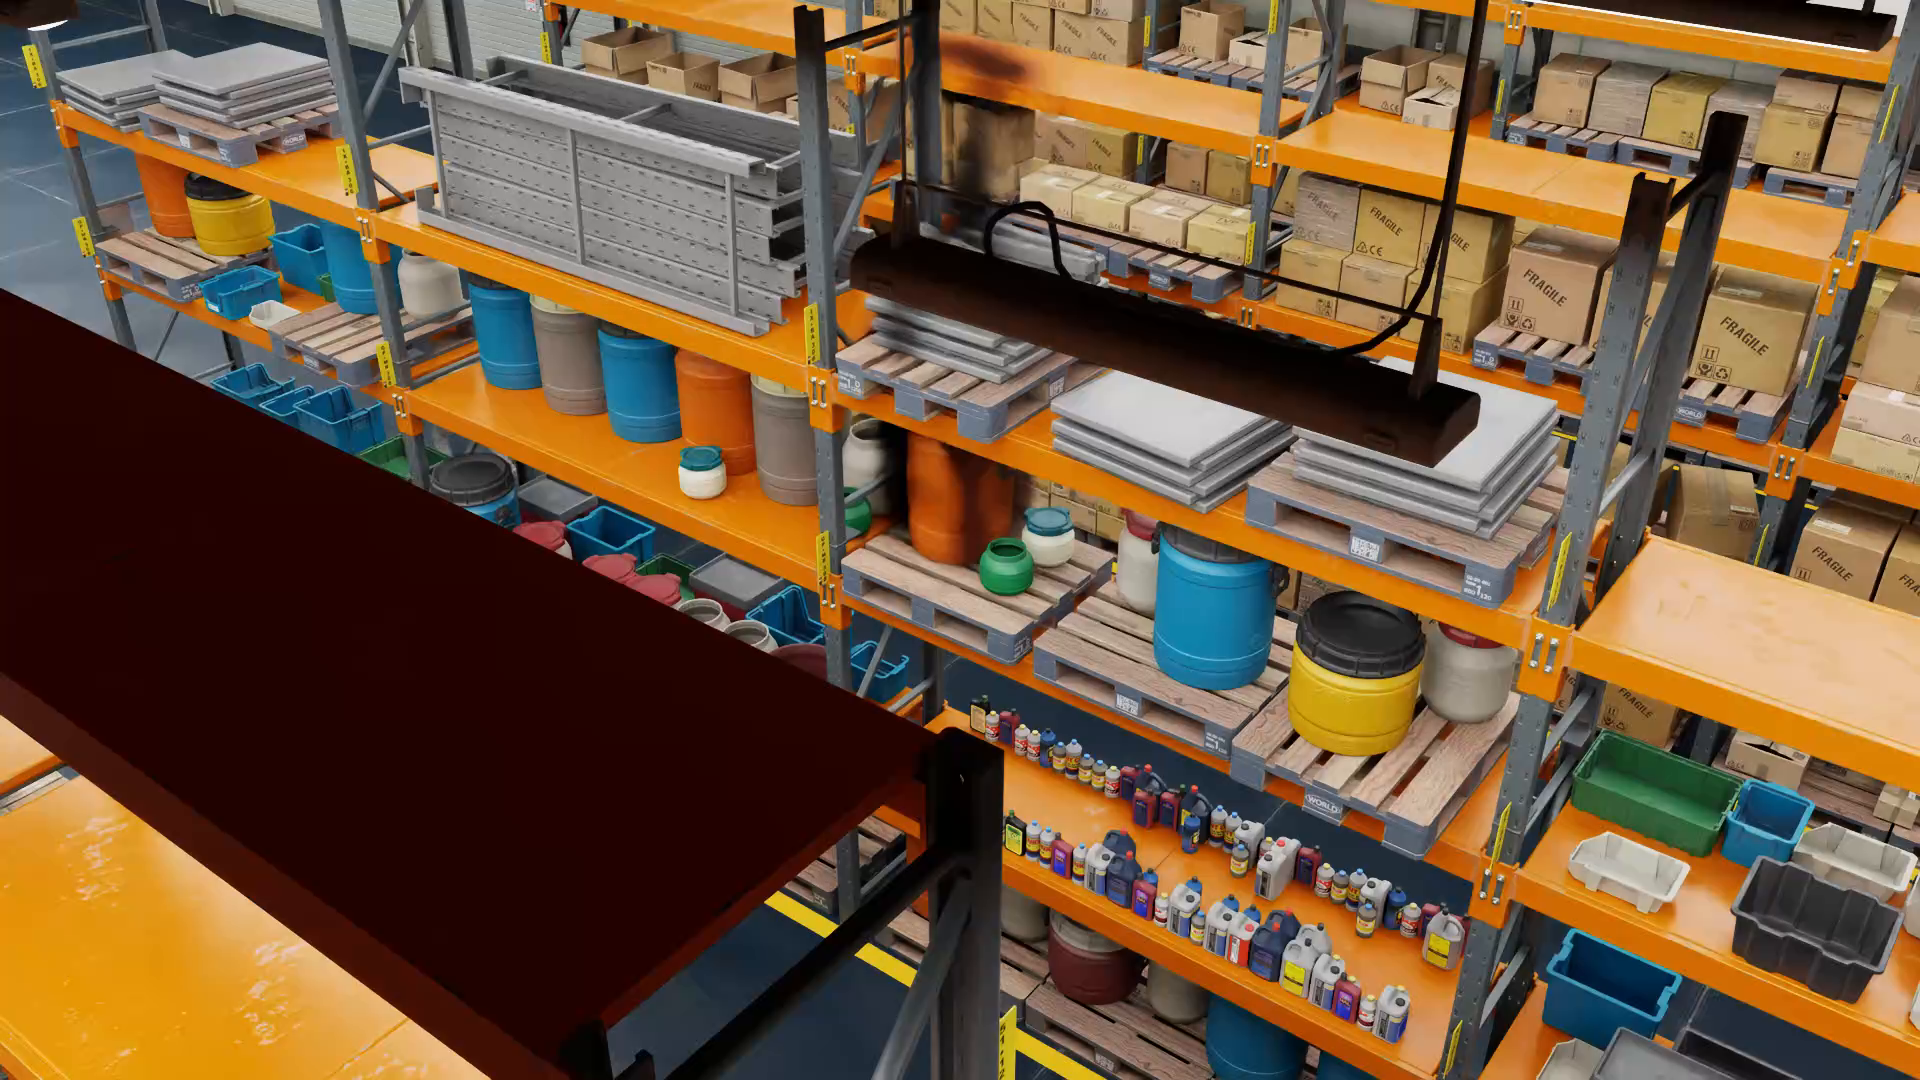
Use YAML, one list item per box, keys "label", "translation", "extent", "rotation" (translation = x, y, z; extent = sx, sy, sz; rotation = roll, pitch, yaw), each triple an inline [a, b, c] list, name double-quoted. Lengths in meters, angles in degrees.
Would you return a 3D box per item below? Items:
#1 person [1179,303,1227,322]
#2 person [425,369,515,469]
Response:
- label: "person"
  translation: [2.490, -1.729, 16.674]
  extent: [0.806, 1.503, 0.605]
  rotation: [8, 32, 13]
- label: "person"
  translation: [-4.741, -1.273, 15.705]
  extent: [0.883, 1.720, 0.589]
  rotation: [5, 32, 8]
